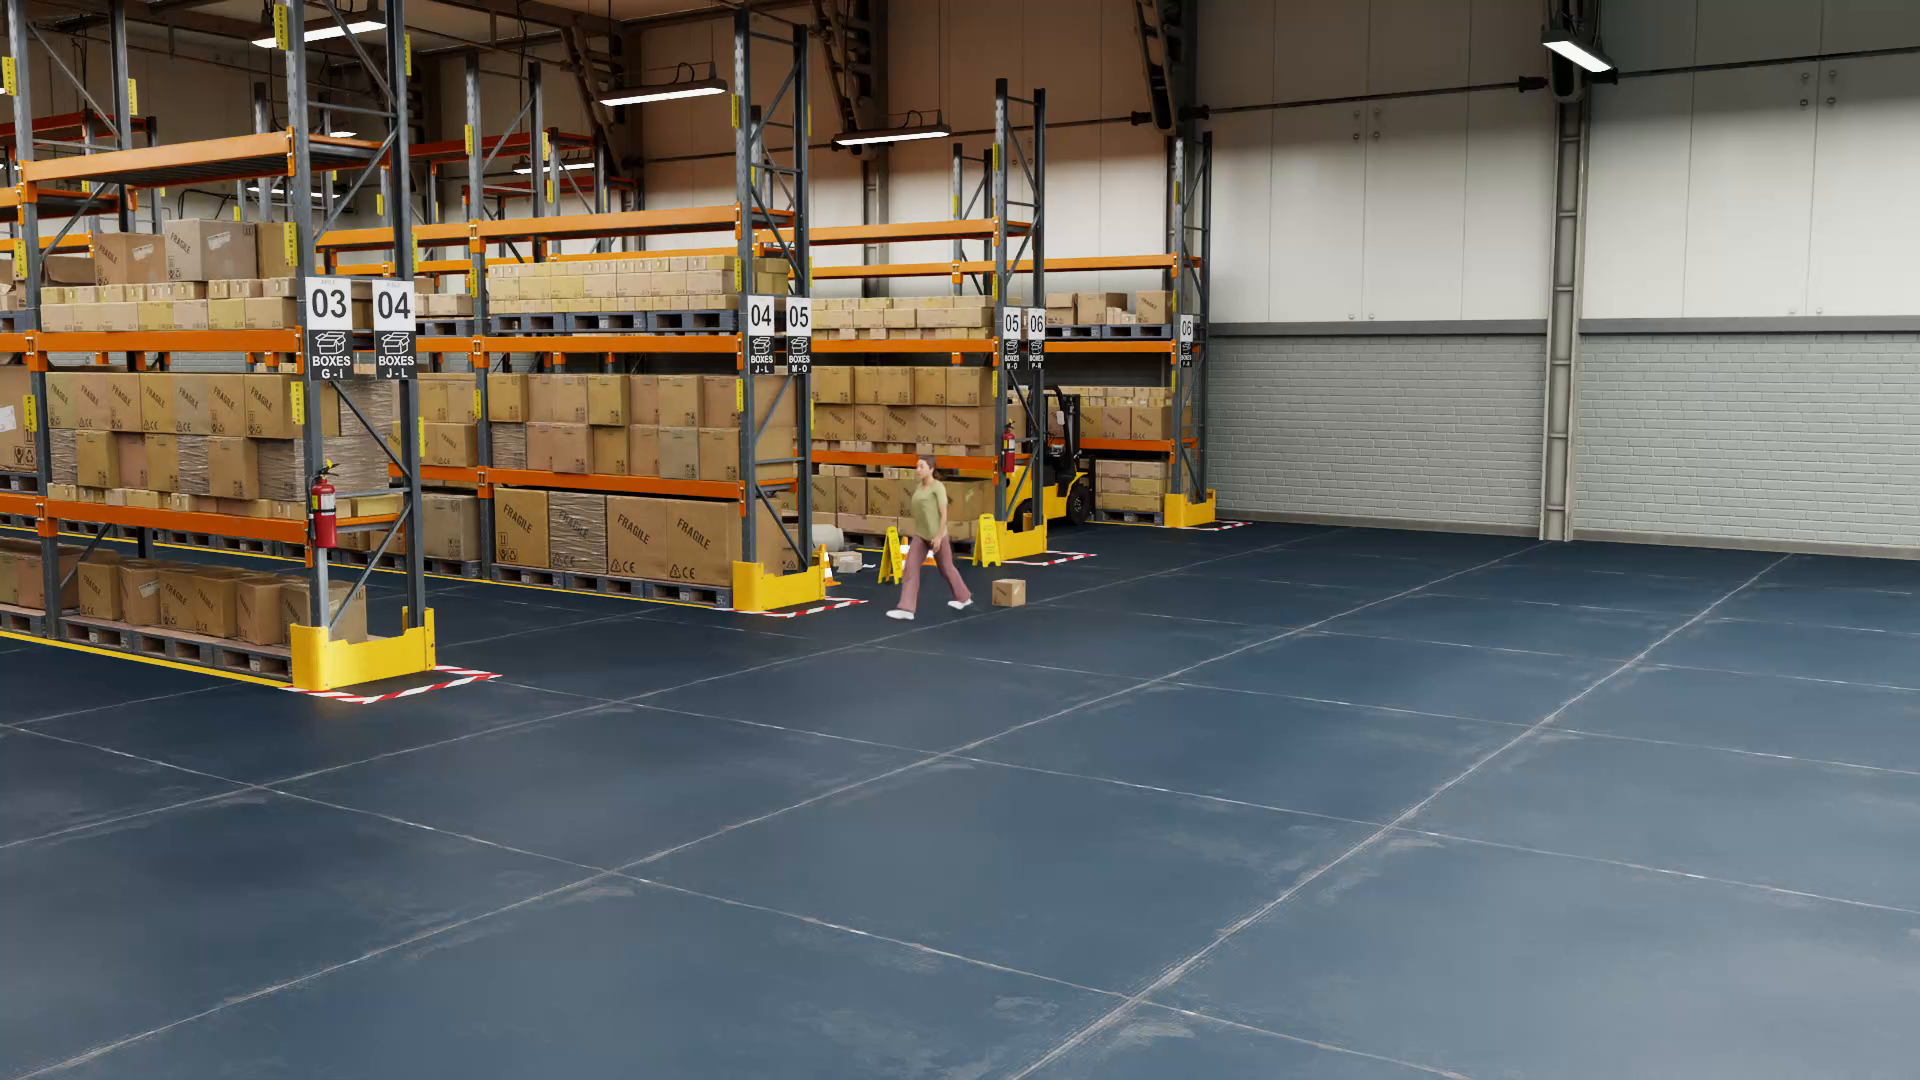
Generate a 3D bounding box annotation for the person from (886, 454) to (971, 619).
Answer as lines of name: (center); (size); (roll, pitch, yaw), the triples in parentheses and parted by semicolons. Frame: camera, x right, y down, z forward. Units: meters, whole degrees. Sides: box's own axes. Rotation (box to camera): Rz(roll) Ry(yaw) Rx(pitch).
person: (-0.271, -0.038, 16.411); (0.464, 1.615, 1.053); (6, 9, 44)
